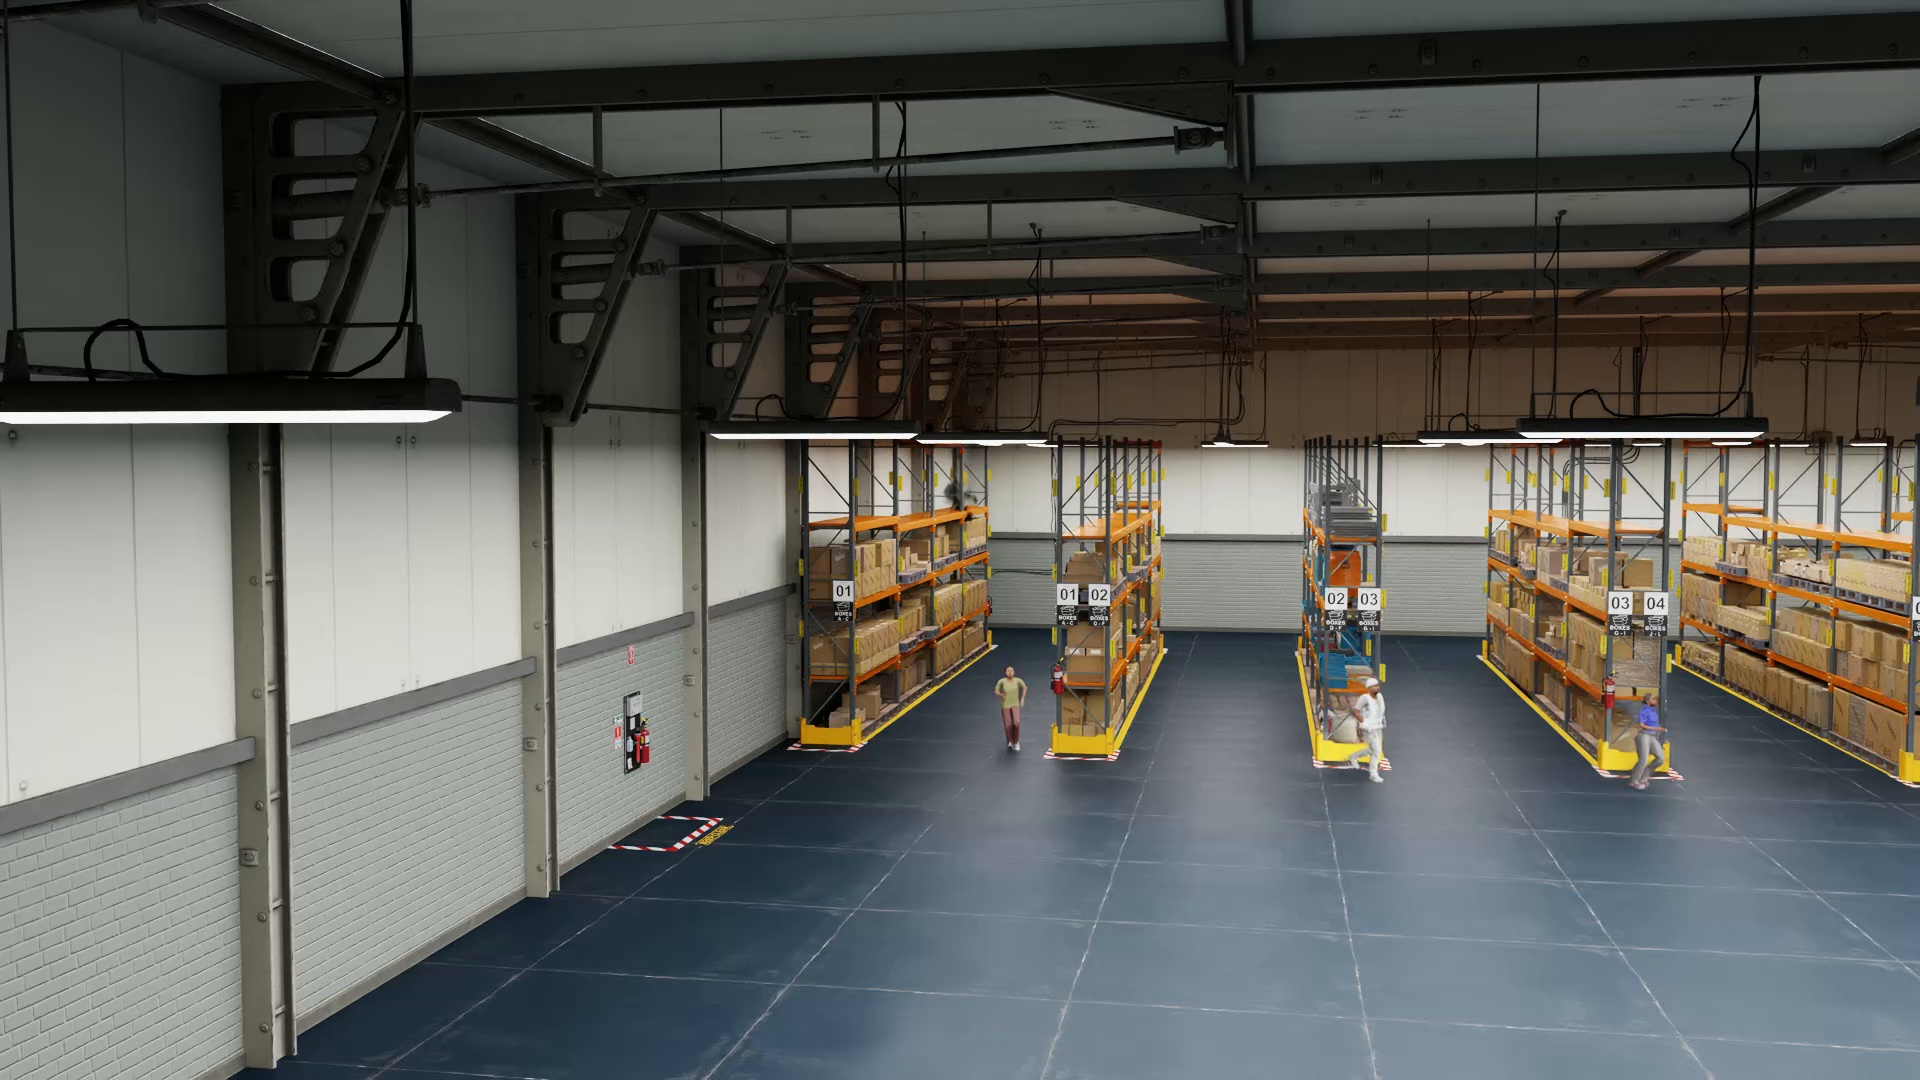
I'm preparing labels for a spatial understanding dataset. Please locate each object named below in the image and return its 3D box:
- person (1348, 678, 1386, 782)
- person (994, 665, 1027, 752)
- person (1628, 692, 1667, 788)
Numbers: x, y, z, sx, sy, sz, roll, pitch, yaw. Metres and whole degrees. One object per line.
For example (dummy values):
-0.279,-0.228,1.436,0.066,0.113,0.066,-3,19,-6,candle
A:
7.104,3.279,28.974,0.696,1.782,0.774,-3,4,-41,person
0.956,3.185,31.602,0.608,1.641,0.706,0,3,4,person
11.676,3.391,28.101,0.608,1.626,0.629,-2,4,-38,person
